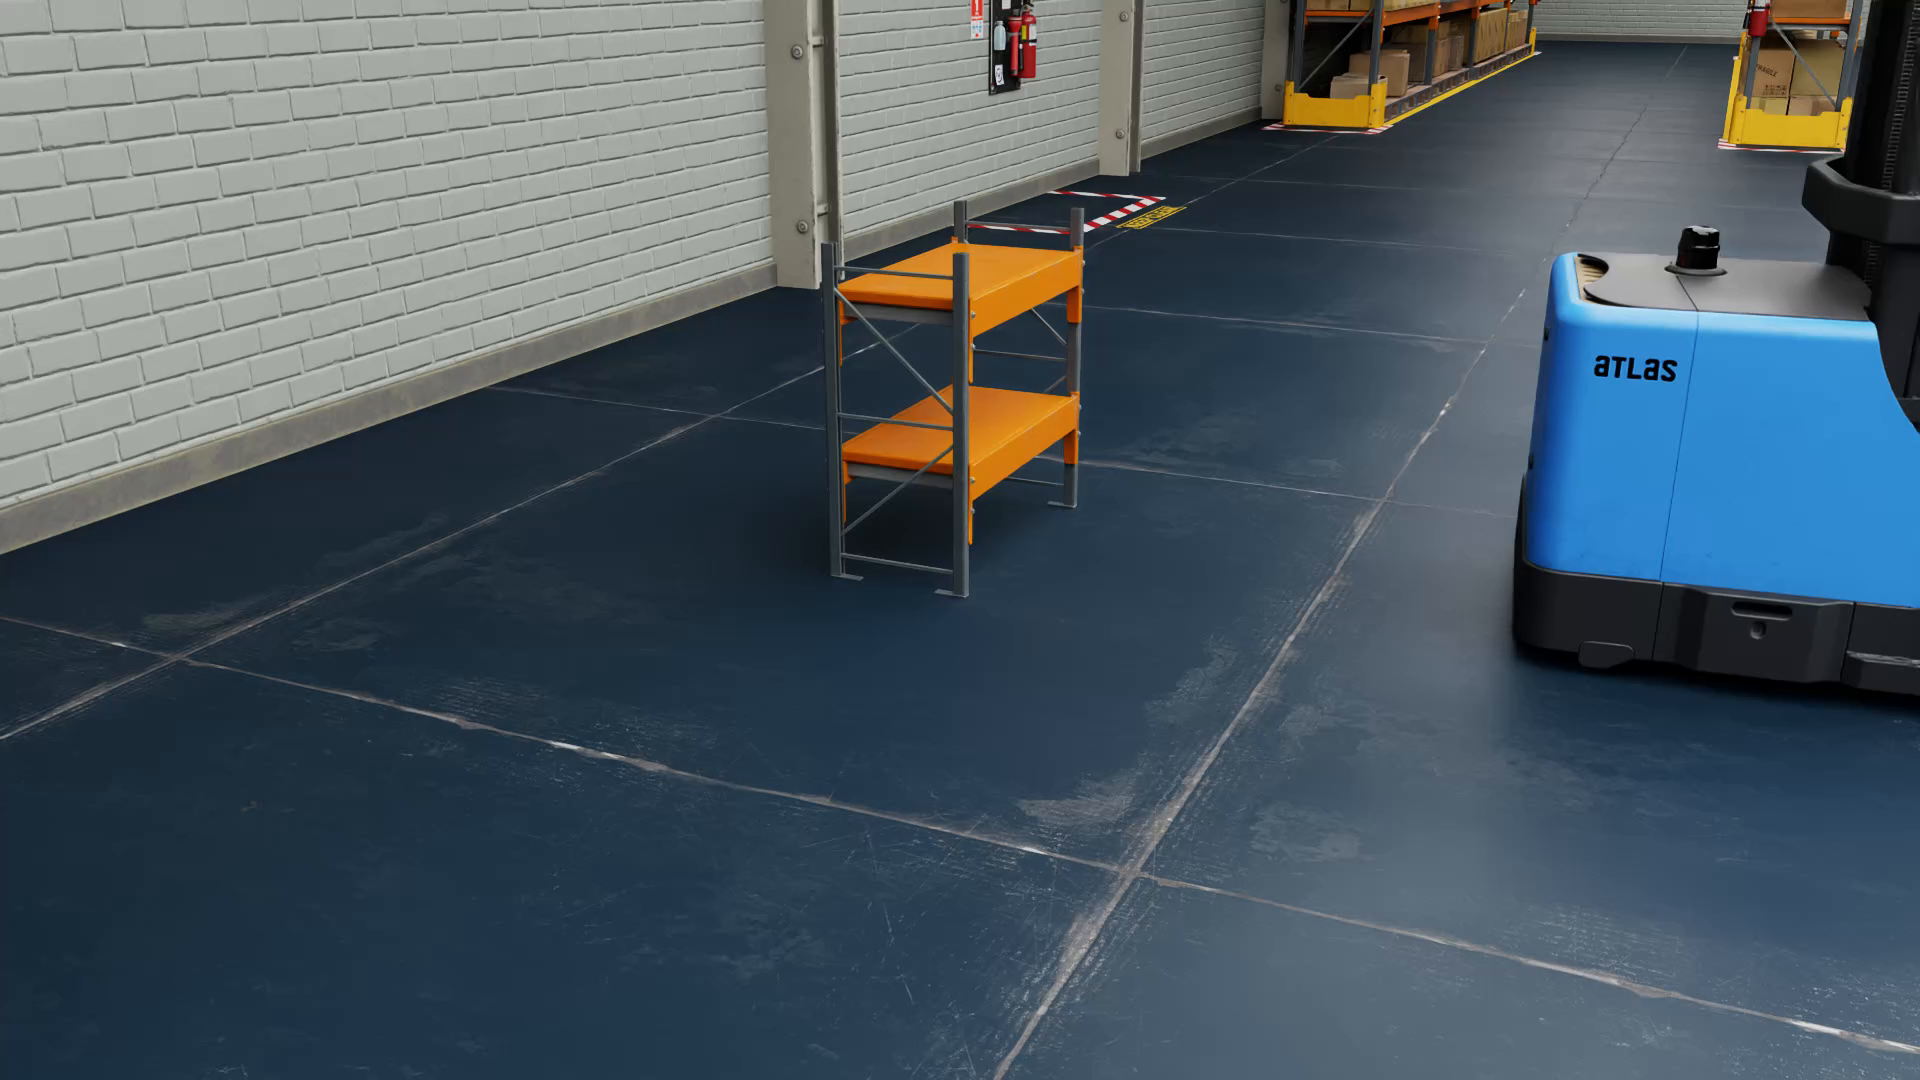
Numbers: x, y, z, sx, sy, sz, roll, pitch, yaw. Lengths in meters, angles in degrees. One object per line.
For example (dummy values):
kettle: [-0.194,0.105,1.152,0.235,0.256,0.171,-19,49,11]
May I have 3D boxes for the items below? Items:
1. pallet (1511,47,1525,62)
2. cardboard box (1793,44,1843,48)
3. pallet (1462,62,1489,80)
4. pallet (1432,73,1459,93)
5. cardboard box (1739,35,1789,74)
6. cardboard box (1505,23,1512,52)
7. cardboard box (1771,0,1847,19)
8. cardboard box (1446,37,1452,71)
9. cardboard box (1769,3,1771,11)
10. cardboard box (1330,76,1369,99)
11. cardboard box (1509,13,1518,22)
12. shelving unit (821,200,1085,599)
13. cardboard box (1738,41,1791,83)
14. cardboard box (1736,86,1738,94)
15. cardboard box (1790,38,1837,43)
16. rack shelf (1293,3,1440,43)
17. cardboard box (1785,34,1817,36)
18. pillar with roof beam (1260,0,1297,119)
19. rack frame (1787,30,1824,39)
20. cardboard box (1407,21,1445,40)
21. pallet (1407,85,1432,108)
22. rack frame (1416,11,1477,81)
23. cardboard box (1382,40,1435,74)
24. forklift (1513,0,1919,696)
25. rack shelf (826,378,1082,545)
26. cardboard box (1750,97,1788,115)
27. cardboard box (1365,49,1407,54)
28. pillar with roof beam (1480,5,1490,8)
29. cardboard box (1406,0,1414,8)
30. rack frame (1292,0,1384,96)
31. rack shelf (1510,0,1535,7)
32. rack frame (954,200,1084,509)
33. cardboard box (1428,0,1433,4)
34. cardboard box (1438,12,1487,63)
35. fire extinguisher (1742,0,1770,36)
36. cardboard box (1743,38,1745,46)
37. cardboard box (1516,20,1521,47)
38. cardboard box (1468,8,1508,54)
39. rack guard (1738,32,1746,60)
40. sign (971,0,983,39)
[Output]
pallet: [10.251,-9.343,31.925,1.003,0.211,1.213,9,21,23]
cardboard box: [9.796,-5.411,19.064,0.500,0.500,0.500,9,21,23]
pallet: [8.124,-7.755,27.459,1.003,0.211,1.213,9,21,23]
pallet: [6.910,-6.914,25.095,1.003,0.211,1.213,9,21,23]
cardboard box: [10.140,-6.093,20.984,0.500,0.500,0.500,9,21,23]
cardboard box: [9.770,-9.295,30.733,0.700,0.500,0.500,9,21,23]
cardboard box: [9.180,-5.902,17.938,0.700,0.500,0.500,9,21,23]
cardboard box: [7.168,-7.499,25.652,0.700,0.500,0.500,9,21,23]
cardboard box: [10.020,-6.532,19.711,0.700,0.500,0.500,9,21,24]
cardboard box: [4.822,-5.532,20.404,0.500,0.311,0.500,6,20,17]
cardboard box: [10.291,-9.840,31.297,0.380,0.149,0.250,8,21,21]
shelving unit: [0.003,-0.532,5.786,0.538,1.125,1.048,9,21,23]
cardboard box: [9.528,-5.635,19.694,0.500,0.500,0.500,9,21,23]
cardboard box: [9.730,-5.435,20.250,0.500,0.250,0.500,9,21,23]
cardboard box: [10.409,-5.869,20.354,0.500,0.500,0.500,9,21,23]
rack shelf: [5.276,-6.665,21.307,1.077,0.370,4.000,9,21,23]
cardboard box: [13.329,-7.763,26.393,0.500,0.500,0.500,8,21,21]
pillar with roof beam: [7.882,-8.961,17.736,9.100,9.000,0.400,9,21,23]
rack frame: [12.253,-8.159,24.435,1.000,3.000,0.127,9,21,23]
cardboard box: [6.989,-7.670,25.014,0.500,0.250,0.500,8,21,22]
pallet: [5.852,-6.091,22.781,1.003,0.211,1.213,9,21,23]
rack frame: [7.732,-8.838,26.343,1.000,3.000,0.127,9,21,23]
cardboard box: [6.547,-7.037,24.353,0.700,0.500,0.500,8,21,22]
forklift: [3.226,-1.016,4.450,3.031,2.935,1.130,6,20,17]
rack shelf: [0.003,-0.302,5.868,0.538,0.278,1.000,9,21,23]
cardboard box: [8.927,-4.821,18.524,0.500,0.250,0.500,9,21,23]
cardboard box: [5.706,-6.322,22.343,0.500,0.500,0.500,7,21,19]
pillar with roof beam: [15.252,-14.463,33.208,9.100,9.000,0.400,9,21,23]
cardboard box: [5.360,-6.752,20.673,0.500,0.250,0.500,8,21,22]
rack frame: [4.457,-6.392,19.467,1.000,3.000,0.127,9,21,23]
rack shelf: [10.189,-10.333,31.621,1.077,0.370,4.000,9,21,23]
rack frame: [0.211,-0.687,6.223,0.500,1.125,0.032,9,21,23]
cardboard box: [5.966,-7.216,21.978,0.500,0.250,0.500,9,21,23]
cardboard box: [8.153,-8.230,27.215,0.750,0.750,0.750,8,21,22]
fire extinguisher: [8.505,-5.705,17.649,0.296,0.674,0.183,9,21,23]
cardboard box: [14.638,-9.084,30.481,0.500,0.250,0.500,9,21,23]
cardboard box: [10.403,-9.769,32.065,0.700,0.500,0.500,8,21,21]
cardboard box: [9.223,-9.029,29.463,0.750,0.750,0.750,9,21,23]
rack guard: [15.498,-9.404,31.665,1.175,0.500,0.348,9,21,23]
sign: [0.130,-4.003,12.694,0.001,0.329,0.234,9,21,23]
